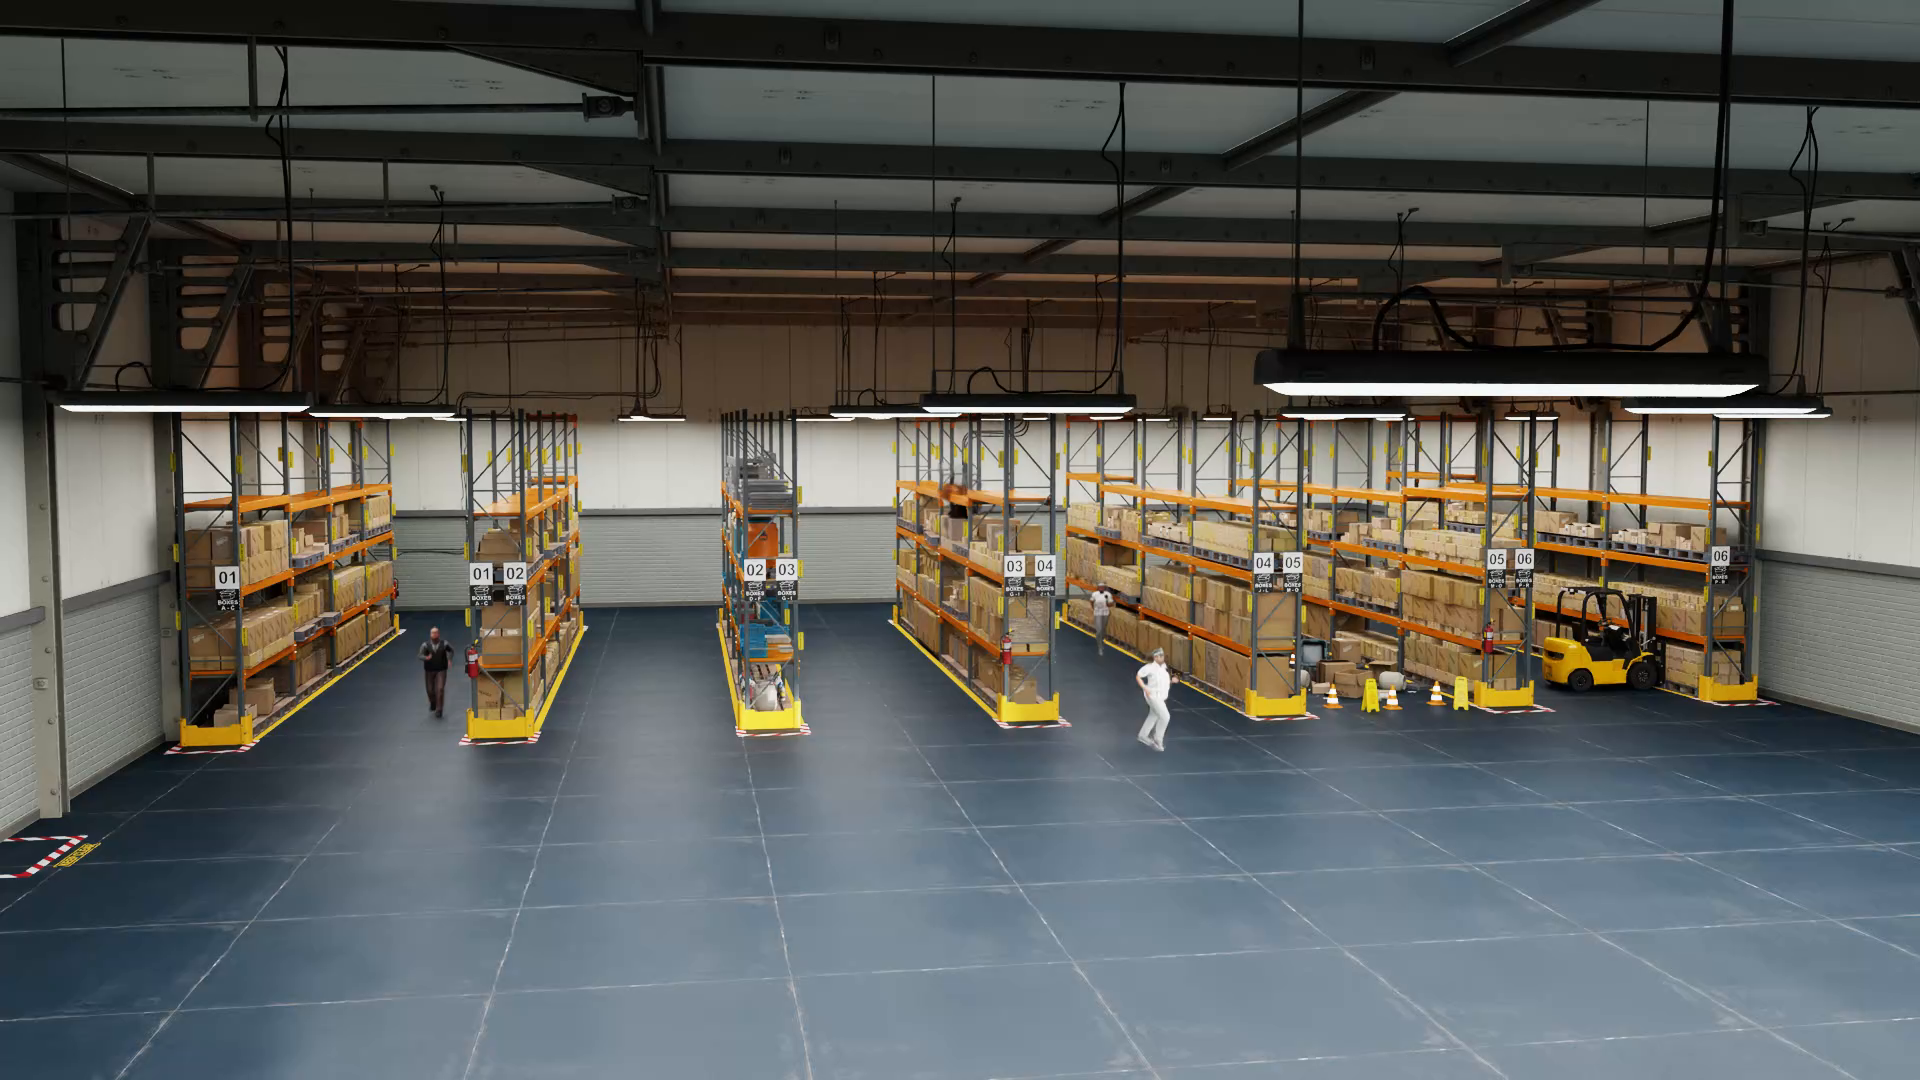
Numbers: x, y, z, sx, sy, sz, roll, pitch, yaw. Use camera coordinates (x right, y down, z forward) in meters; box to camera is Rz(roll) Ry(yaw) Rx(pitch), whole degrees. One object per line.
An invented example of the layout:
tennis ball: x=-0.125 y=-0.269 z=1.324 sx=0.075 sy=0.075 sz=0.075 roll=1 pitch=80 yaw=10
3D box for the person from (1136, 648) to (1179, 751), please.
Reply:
person: x=3.501 y=2.812 z=29.381 sx=0.752 sy=1.859 sz=0.624 roll=3 pitch=5 yaw=33

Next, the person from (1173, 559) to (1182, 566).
person: x=6.586 y=1.346 z=50.466 sx=0.863 sy=1.764 sz=0.713 roll=-1 pitch=4 yaw=-15

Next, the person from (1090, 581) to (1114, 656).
person: x=3.392 y=1.836 z=39.578 sx=0.553 sy=1.772 sz=0.752 roll=0 pitch=4 yaw=-6

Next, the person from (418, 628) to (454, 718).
person: x=-10.258 y=2.573 z=32.540 sx=0.658 sy=1.703 sz=0.971 roll=-1 pitch=4 yaw=-12
